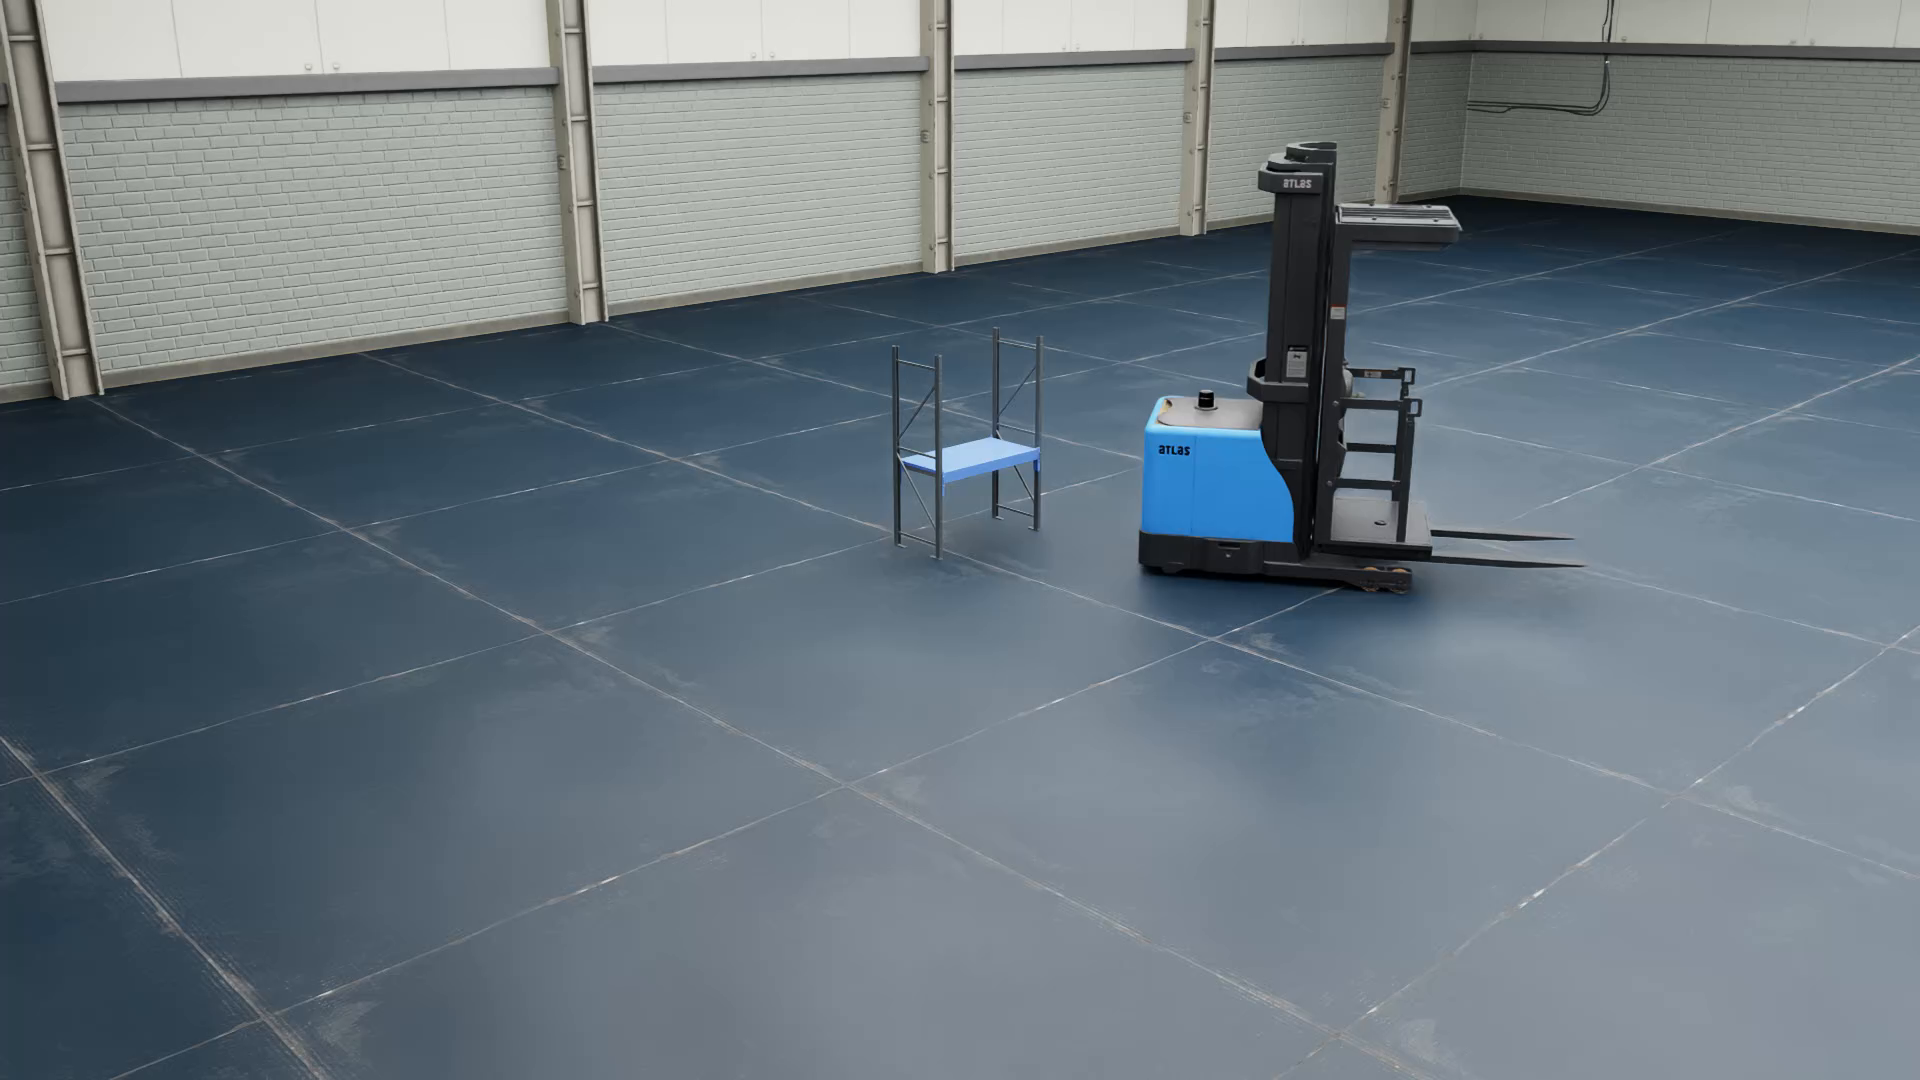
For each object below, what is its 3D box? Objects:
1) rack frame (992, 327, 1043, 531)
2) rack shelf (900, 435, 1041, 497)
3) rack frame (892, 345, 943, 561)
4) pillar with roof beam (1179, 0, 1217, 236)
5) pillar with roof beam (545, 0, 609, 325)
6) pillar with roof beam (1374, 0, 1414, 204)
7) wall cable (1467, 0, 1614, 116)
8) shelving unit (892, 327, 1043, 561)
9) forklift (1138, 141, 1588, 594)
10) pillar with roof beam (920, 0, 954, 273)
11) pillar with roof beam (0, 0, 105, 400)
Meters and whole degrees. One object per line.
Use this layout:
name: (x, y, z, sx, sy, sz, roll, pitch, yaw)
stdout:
rack frame: (0.431, -0.839, 12.641, 0.032, 1.500, 0.500, -16, 24, -41)
rack shelf: (0.062, -0.560, 12.365, 1.000, 0.185, 0.538, -16, 24, -41)
rack frame: (-0.307, -0.624, 11.977, 0.032, 1.500, 0.500, -16, 24, -41)
pillar with roof beam: (6.987, -8.623, 24.489, 0.400, 9.000, 9.100, -16, 24, -41)
pillar with roof beam: (-1.732, -6.080, 16.647, 0.400, 9.000, 9.100, -16, 24, -41)
pillar with roof beam: (11.347, -9.894, 28.411, 0.400, 9.000, 9.100, -16, 24, -41)
wall cable: (11.438, -9.710, 32.877, 0.112, 2.526, 3.097, -16, 24, -41)
shelving unit: (0.062, -0.732, 12.309, 1.048, 1.500, 0.538, -16, 24, -41)
forklift: (2.833, -1.208, 11.457, 3.031, 2.935, 1.130, 4, 18, 11)
pillar with roof beam: (2.627, -7.351, 20.568, 0.400, 9.000, 9.100, -16, 24, -41)
pillar with roof beam: (-6.092, -4.809, 12.725, 0.400, 9.000, 9.100, -16, 24, -41)
